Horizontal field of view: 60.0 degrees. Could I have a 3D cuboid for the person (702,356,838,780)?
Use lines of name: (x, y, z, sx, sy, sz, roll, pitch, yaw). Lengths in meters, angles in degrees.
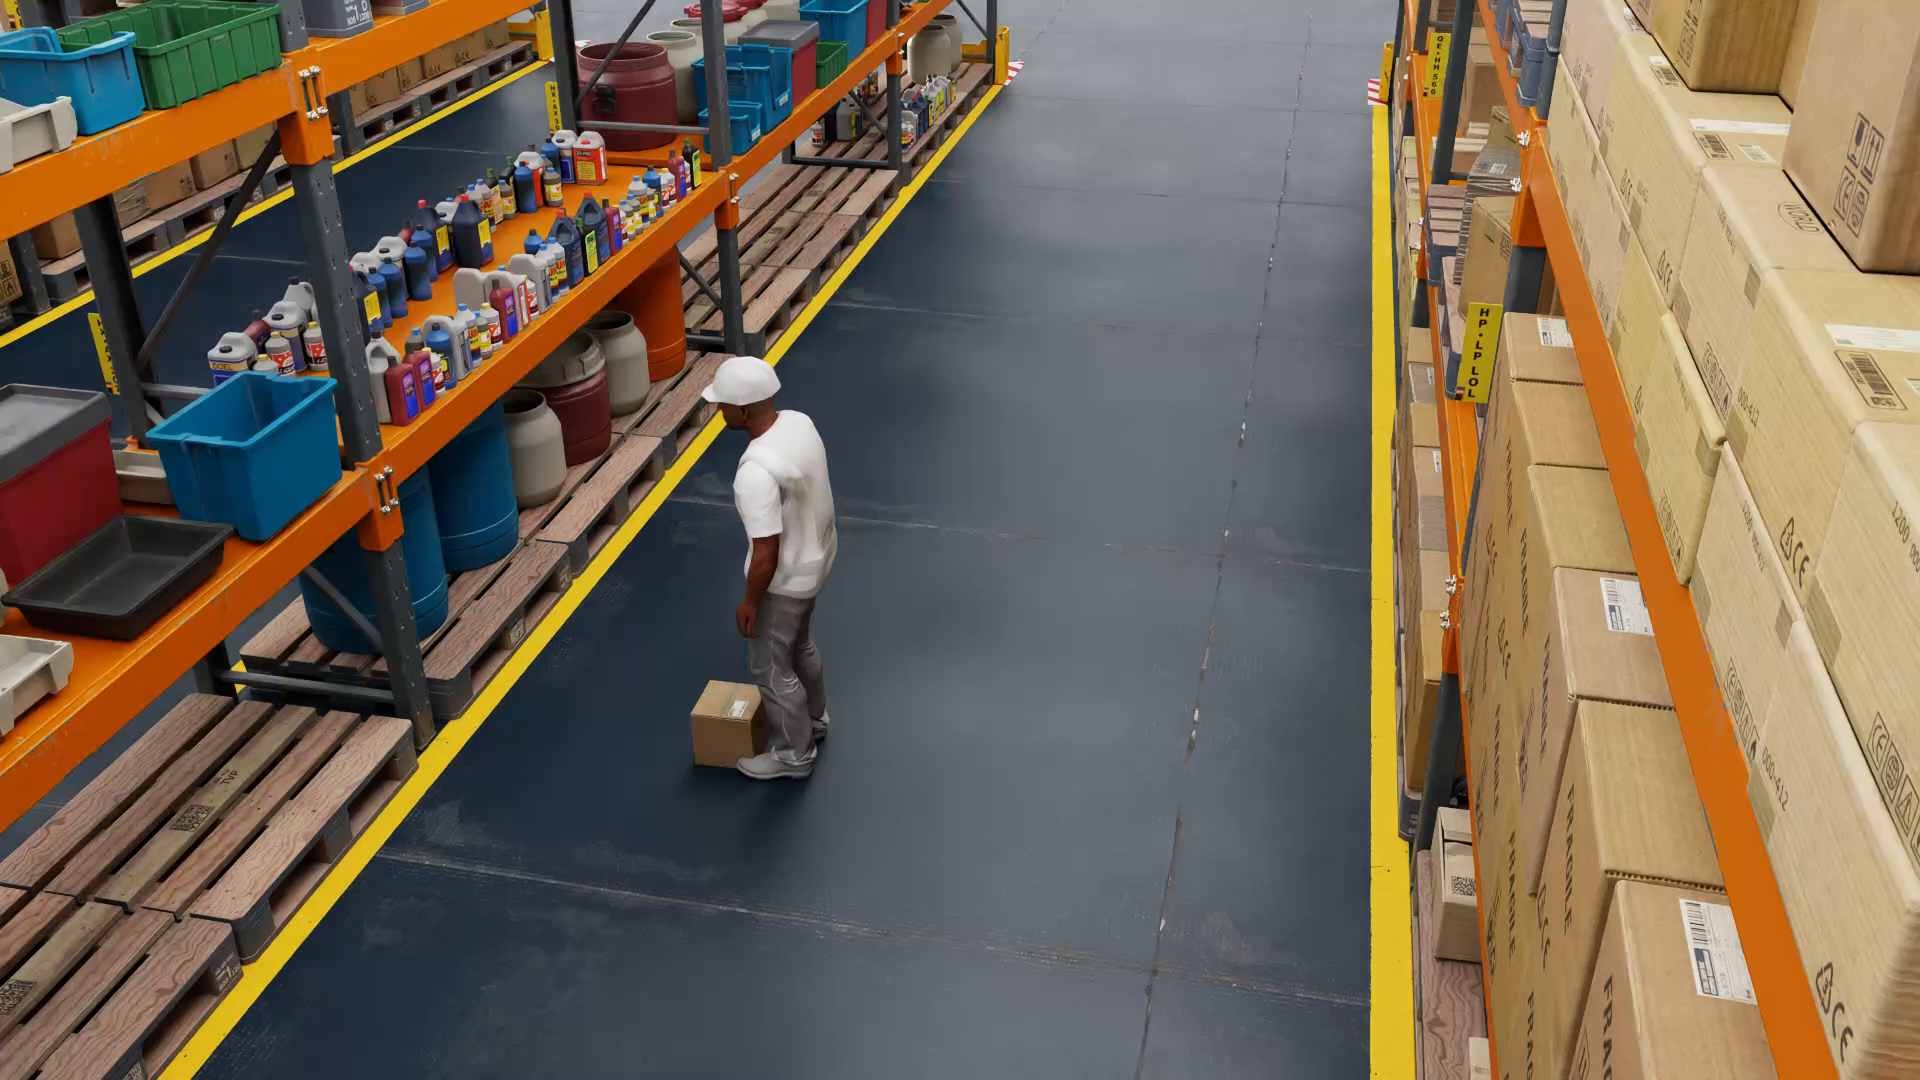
person: (-0.710, 0.111, 6.402, 0.459, 1.761, 0.626, 6, 29, 11)
